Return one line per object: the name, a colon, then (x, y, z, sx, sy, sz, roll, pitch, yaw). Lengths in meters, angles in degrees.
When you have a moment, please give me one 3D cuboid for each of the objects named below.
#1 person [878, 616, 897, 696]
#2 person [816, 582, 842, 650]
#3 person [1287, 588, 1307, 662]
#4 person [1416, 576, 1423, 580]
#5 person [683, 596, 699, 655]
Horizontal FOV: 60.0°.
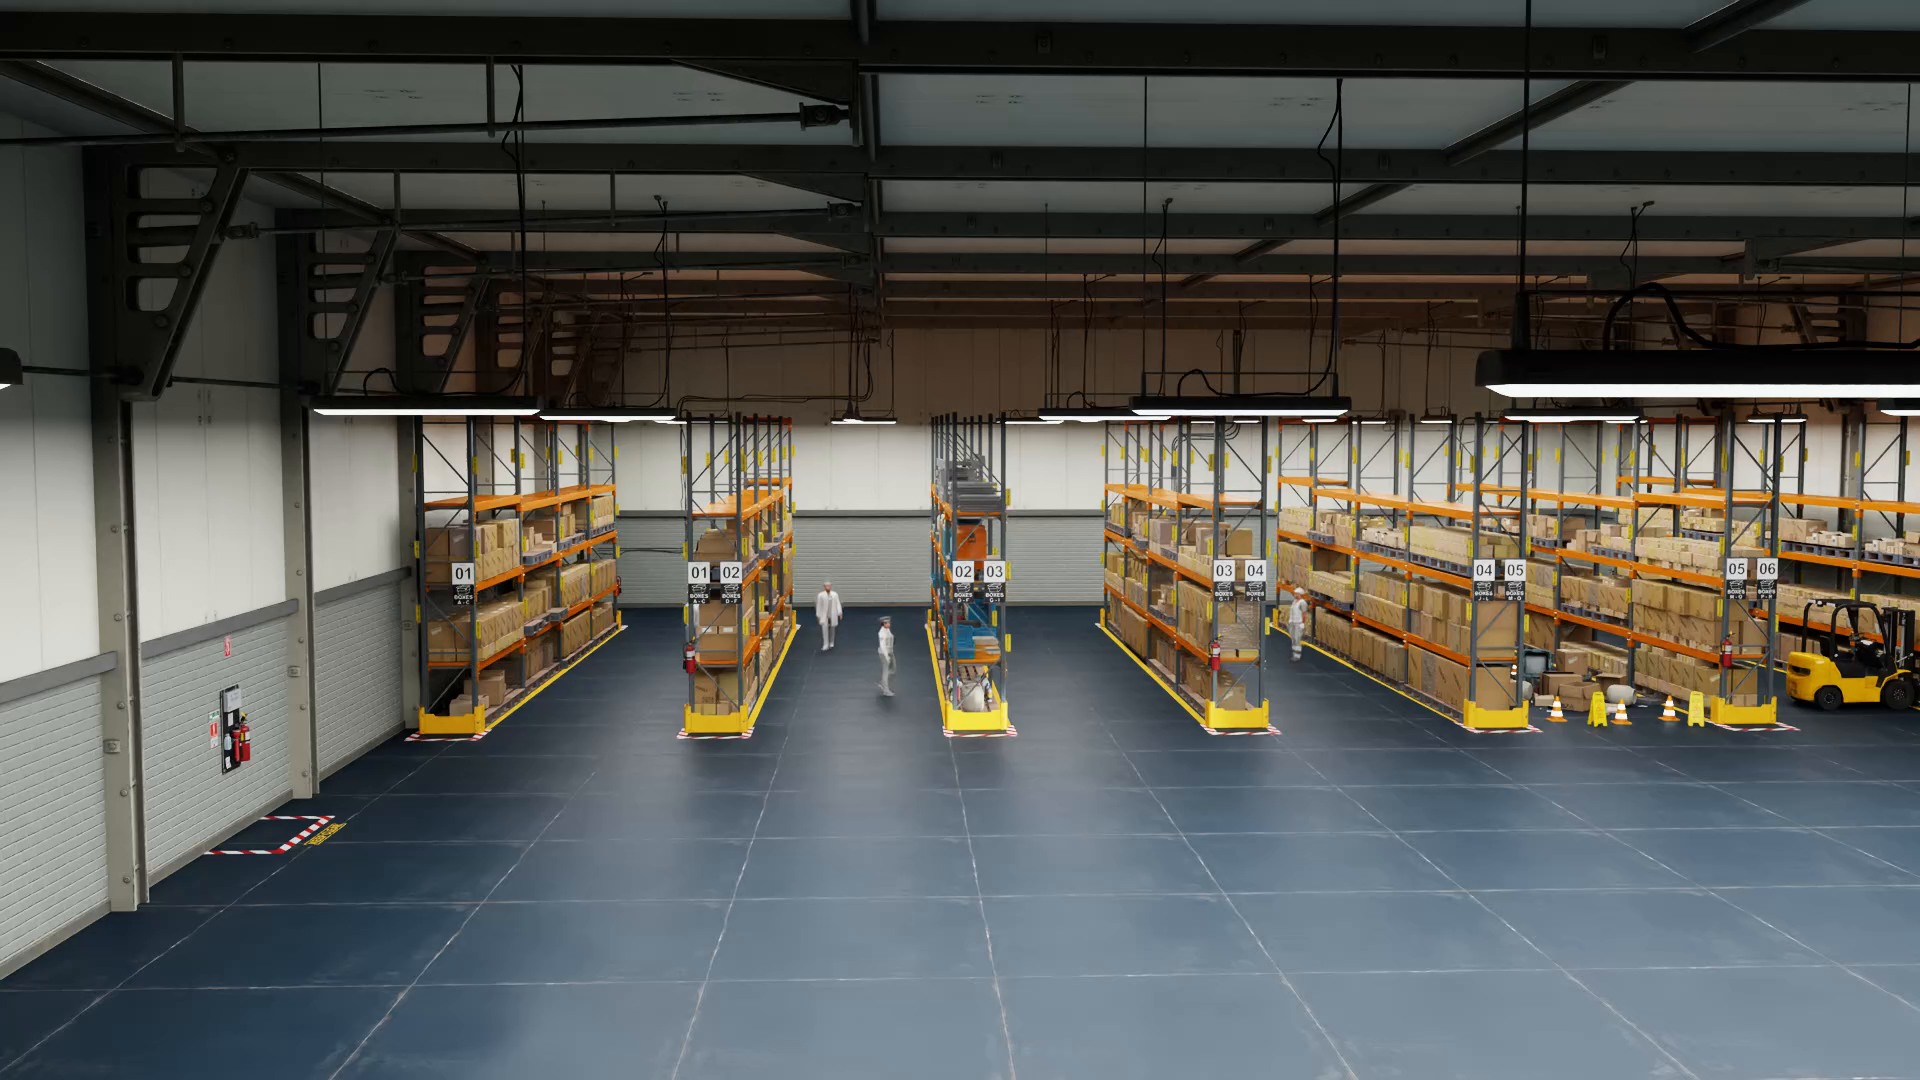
person: (-1.545, 2.466, 35.562, 0.480, 1.684, 0.618, 1, 4, 19)
person: (-3.354, 1.940, 42.570, 0.674, 1.712, 1.120, 0, 4, -3)
person: (8.216, 2.066, 40.783, 0.561, 1.783, 0.598, -3, 5, -39)
person: (12.589, 1.798, 45.636, 0.584, 1.650, 0.462, 1, 4, 20)
person: (-6.560, 2.131, 40.866, 0.554, 1.646, 0.702, -2, 4, -24)
